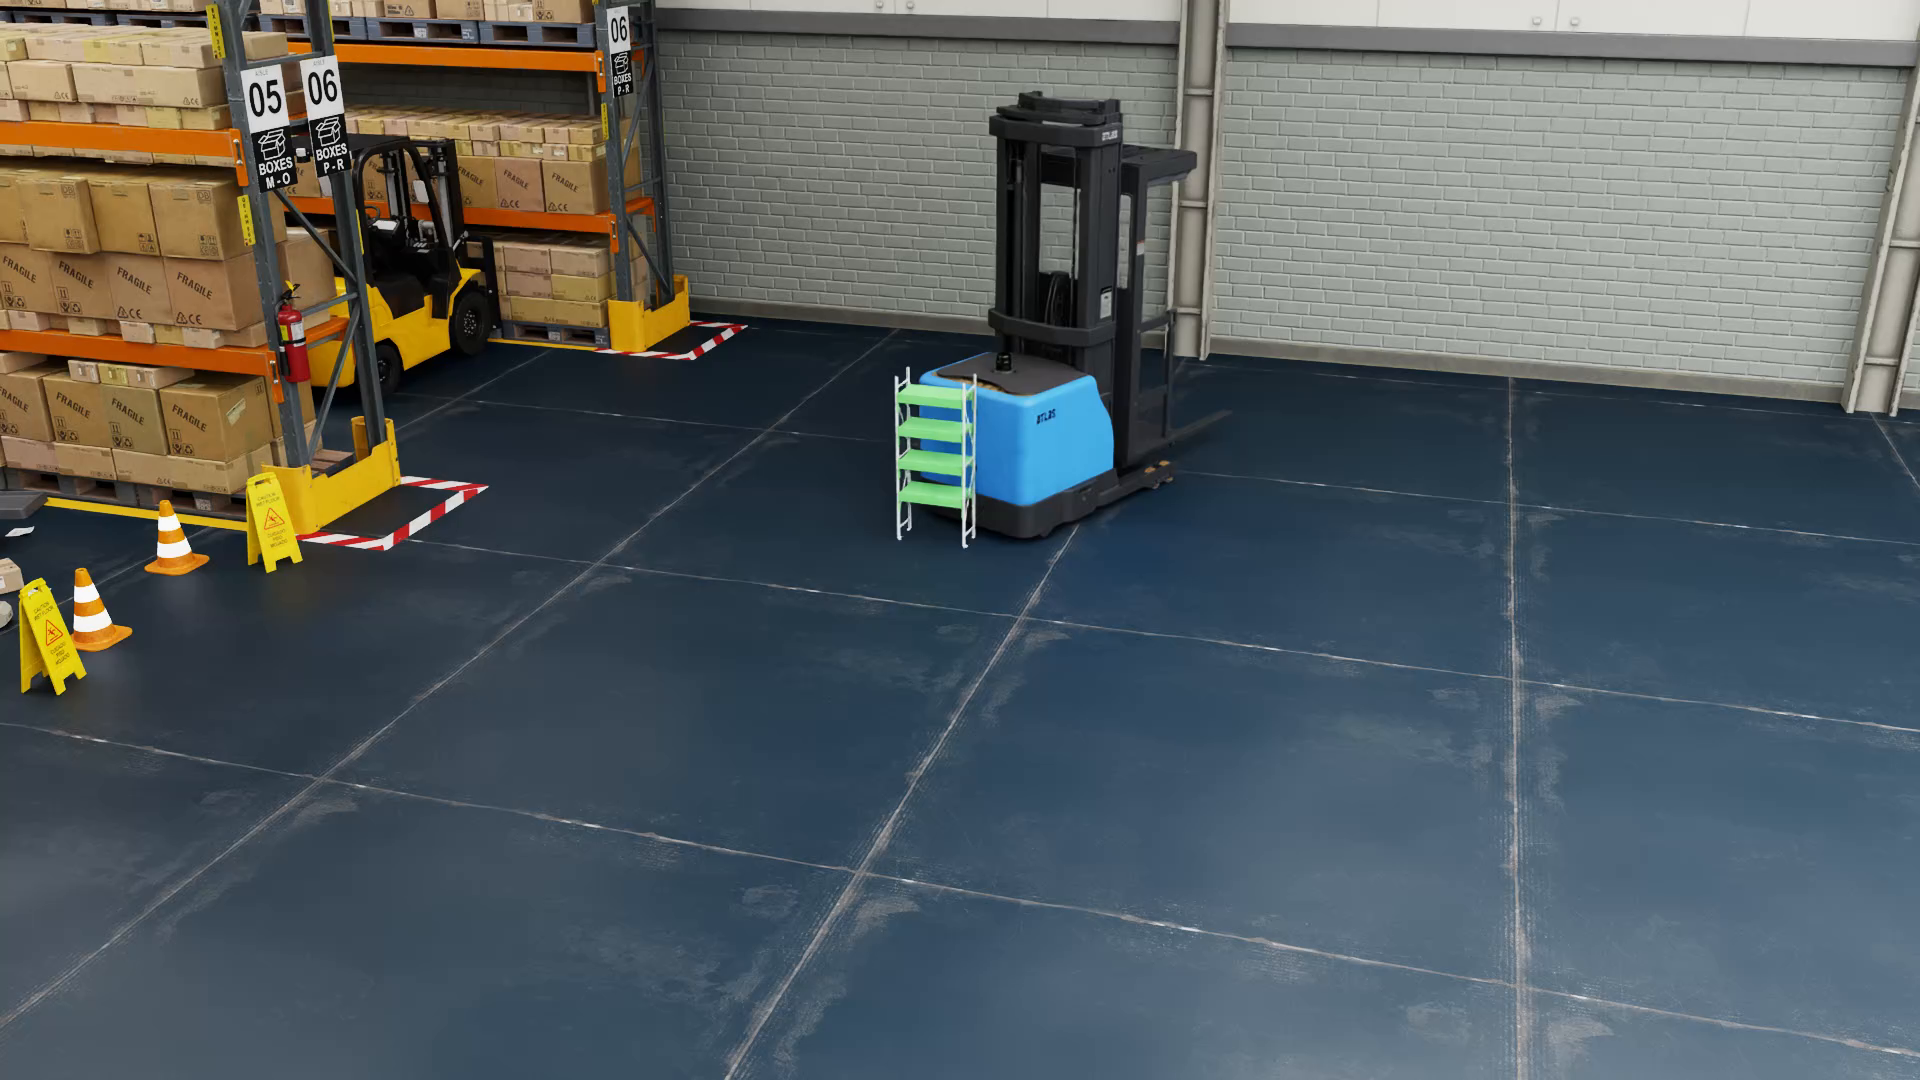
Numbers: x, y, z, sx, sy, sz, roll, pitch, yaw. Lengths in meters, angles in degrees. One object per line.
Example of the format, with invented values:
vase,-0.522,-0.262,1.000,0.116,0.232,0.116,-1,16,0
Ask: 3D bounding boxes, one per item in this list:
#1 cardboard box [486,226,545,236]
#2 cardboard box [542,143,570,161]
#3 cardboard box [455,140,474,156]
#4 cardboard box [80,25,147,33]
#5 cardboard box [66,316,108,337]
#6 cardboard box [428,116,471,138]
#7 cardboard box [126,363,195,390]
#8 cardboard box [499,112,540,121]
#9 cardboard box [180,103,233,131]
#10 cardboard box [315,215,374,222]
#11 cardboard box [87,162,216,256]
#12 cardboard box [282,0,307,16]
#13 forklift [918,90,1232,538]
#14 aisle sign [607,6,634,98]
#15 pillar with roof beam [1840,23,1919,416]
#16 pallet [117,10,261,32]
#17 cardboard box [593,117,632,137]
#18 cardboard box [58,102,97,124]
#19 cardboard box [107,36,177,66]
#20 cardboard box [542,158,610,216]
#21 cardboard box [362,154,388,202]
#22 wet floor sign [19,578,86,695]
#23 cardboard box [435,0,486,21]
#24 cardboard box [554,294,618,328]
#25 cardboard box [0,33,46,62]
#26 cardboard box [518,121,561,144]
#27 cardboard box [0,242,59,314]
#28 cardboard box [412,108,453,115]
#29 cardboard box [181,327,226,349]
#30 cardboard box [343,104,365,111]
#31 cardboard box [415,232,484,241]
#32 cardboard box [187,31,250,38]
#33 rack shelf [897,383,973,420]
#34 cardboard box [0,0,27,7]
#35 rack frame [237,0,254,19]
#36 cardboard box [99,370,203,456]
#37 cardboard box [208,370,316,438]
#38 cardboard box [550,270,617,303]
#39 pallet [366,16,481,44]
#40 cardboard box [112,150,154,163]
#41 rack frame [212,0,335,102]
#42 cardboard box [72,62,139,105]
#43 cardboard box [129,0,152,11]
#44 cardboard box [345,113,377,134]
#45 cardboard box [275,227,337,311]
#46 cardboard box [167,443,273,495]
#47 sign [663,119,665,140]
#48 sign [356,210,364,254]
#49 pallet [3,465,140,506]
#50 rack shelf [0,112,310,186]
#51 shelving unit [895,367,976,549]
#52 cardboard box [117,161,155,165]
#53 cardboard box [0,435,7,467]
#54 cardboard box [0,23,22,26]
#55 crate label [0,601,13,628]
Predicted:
cardboard box,-4.492,-3.063,17.038,0.500,0.250,0.500,6,23,15
cardboard box,-3.798,-3.745,15.960,0.250,0.149,0.380,7,23,16
cardboard box,-4.780,-3.859,16.239,0.250,0.149,0.380,7,23,16
cardboard box,-6.021,-3.571,11.852,0.250,0.149,0.380,7,23,17
cardboard box,-6.226,-1.603,12.056,0.250,0.149,0.380,6,23,15
cardboard box,-5.005,-4.058,16.331,0.250,0.149,0.380,7,23,16
cardboard box,-5.775,-1.219,12.016,0.250,0.149,0.380,7,23,17
cardboard box,-4.381,-4.160,16.581,0.250,0.149,0.380,7,23,17
cardboard box,-4.984,-2.850,11.144,0.250,0.149,0.380,7,23,16
cardboard box,-6.434,-3.284,17.577,0.500,0.250,0.500,7,23,17
cardboard box,-5.596,-2.322,11.638,0.500,0.500,0.700,7,23,16
cardboard box,-6.235,-5.291,16.195,0.500,0.311,0.500,7,23,17
forklift,1.027,-1.853,12.425,1.130,2.935,3.031,18,28,36
aisle sign,-3.153,-4.534,15.445,0.004,0.787,0.394,7,23,16
pillar with roof beam,6.707,-3.745,9.041,0.400,9.000,9.100,7,23,16
pallet,-7.809,-5.275,16.976,1.217,0.209,0.805,6,23,13
cardboard box,-3.391,-4.043,16.296,0.250,0.149,0.380,6,23,14
cardboard box,-5.952,-2.969,11.434,0.250,0.149,0.380,6,23,15
cardboard box,-5.456,-3.275,11.129,0.250,0.149,0.380,6,23,15
cardboard box,-3.678,-3.450,16.096,0.500,0.500,0.500,6,23,14
cardboard box,-5.623,-3.680,16.657,0.500,0.500,0.500,6,23,15
wet floor sign,-5.295,0.542,9.599,0.232,0.644,0.267,3,22,6
cardboard box,-4.577,-5.228,15.793,0.500,0.500,0.700,7,23,16
cardboard box,-3.673,-2.304,16.503,0.500,0.250,0.500,7,23,16
cardboard box,-6.449,-3.367,11.354,0.250,0.149,0.380,7,23,17
cardboard box,-4.039,-3.926,16.010,0.250,0.149,0.380,7,23,17
cardboard box,-6.597,-1.959,12.070,0.500,0.500,0.500,7,23,16
cardboard box,-5.351,-4.290,16.898,0.250,0.149,0.380,6,23,15
cardboard box,-5.256,-1.475,11.746,0.250,0.149,0.380,6,23,15
cardboard box,-6.340,-4.400,17.165,0.250,0.149,0.380,6,23,14
cardboard box,-5.122,-2.931,16.714,0.500,0.250,0.500,6,23,14
cardboard box,-5.089,-3.416,11.474,0.250,0.149,0.380,6,23,15
rack shelf,-0.167,-0.955,11.420,0.480,0.148,0.258,8,23,18
cardboard box,-9.655,-5.809,17.211,0.500,0.500,0.700,6,23,14
rack frame,-6.961,-6.659,16.146,0.127,3.000,1.000,7,23,16
cardboard box,-5.905,-0.959,12.237,0.500,0.500,0.500,7,23,17
cardboard box,-5.277,-1.101,12.584,0.500,0.500,0.500,6,23,14
cardboard box,-3.688,-2.538,16.416,0.500,0.250,0.500,6,23,15
pallet,-4.973,-5.012,16.199,1.213,0.211,1.003,7,23,16
cardboard box,-8.487,-4.118,17.396,0.500,0.250,0.500,7,23,17
rack frame,-4.562,-4.417,10.679,0.127,3.000,1.000,7,23,16
cardboard box,-5.607,-3.116,11.266,0.500,0.250,0.500,6,23,15
cardboard box,-8.101,-5.406,16.689,0.250,0.149,0.380,6,23,15
cardboard box,-6.001,-4.138,16.528,0.250,0.149,0.380,7,23,17
cardboard box,-4.935,-1.978,12.115,0.500,0.500,0.500,6,23,15
cardboard box,-5.436,-0.557,12.244,0.500,0.250,0.500,6,23,15
sign,-2.965,-4.083,16.526,0.005,0.325,0.100,7,23,16
sign,-4.405,-2.239,12.134,0.005,0.325,0.100,7,23,16
pallet,-6.566,-0.596,12.944,1.213,0.211,1.003,7,23,16
rack shelf,-6.476,-2.915,11.920,4.000,0.370,1.077,7,23,16
shelving unit,-0.167,-0.570,11.578,0.503,1.200,0.258,8,23,18
cardboard box,-8.468,-3.893,17.505,0.500,0.250,0.500,7,23,16
cardboard box,-7.390,-0.784,12.800,0.500,0.250,0.500,8,24,19
cardboard box,-7.023,-3.656,12.058,0.250,0.149,0.380,6,23,14
crate label,-6.112,0.482,10.415,0.298,0.136,0.250,-5,23,-12
